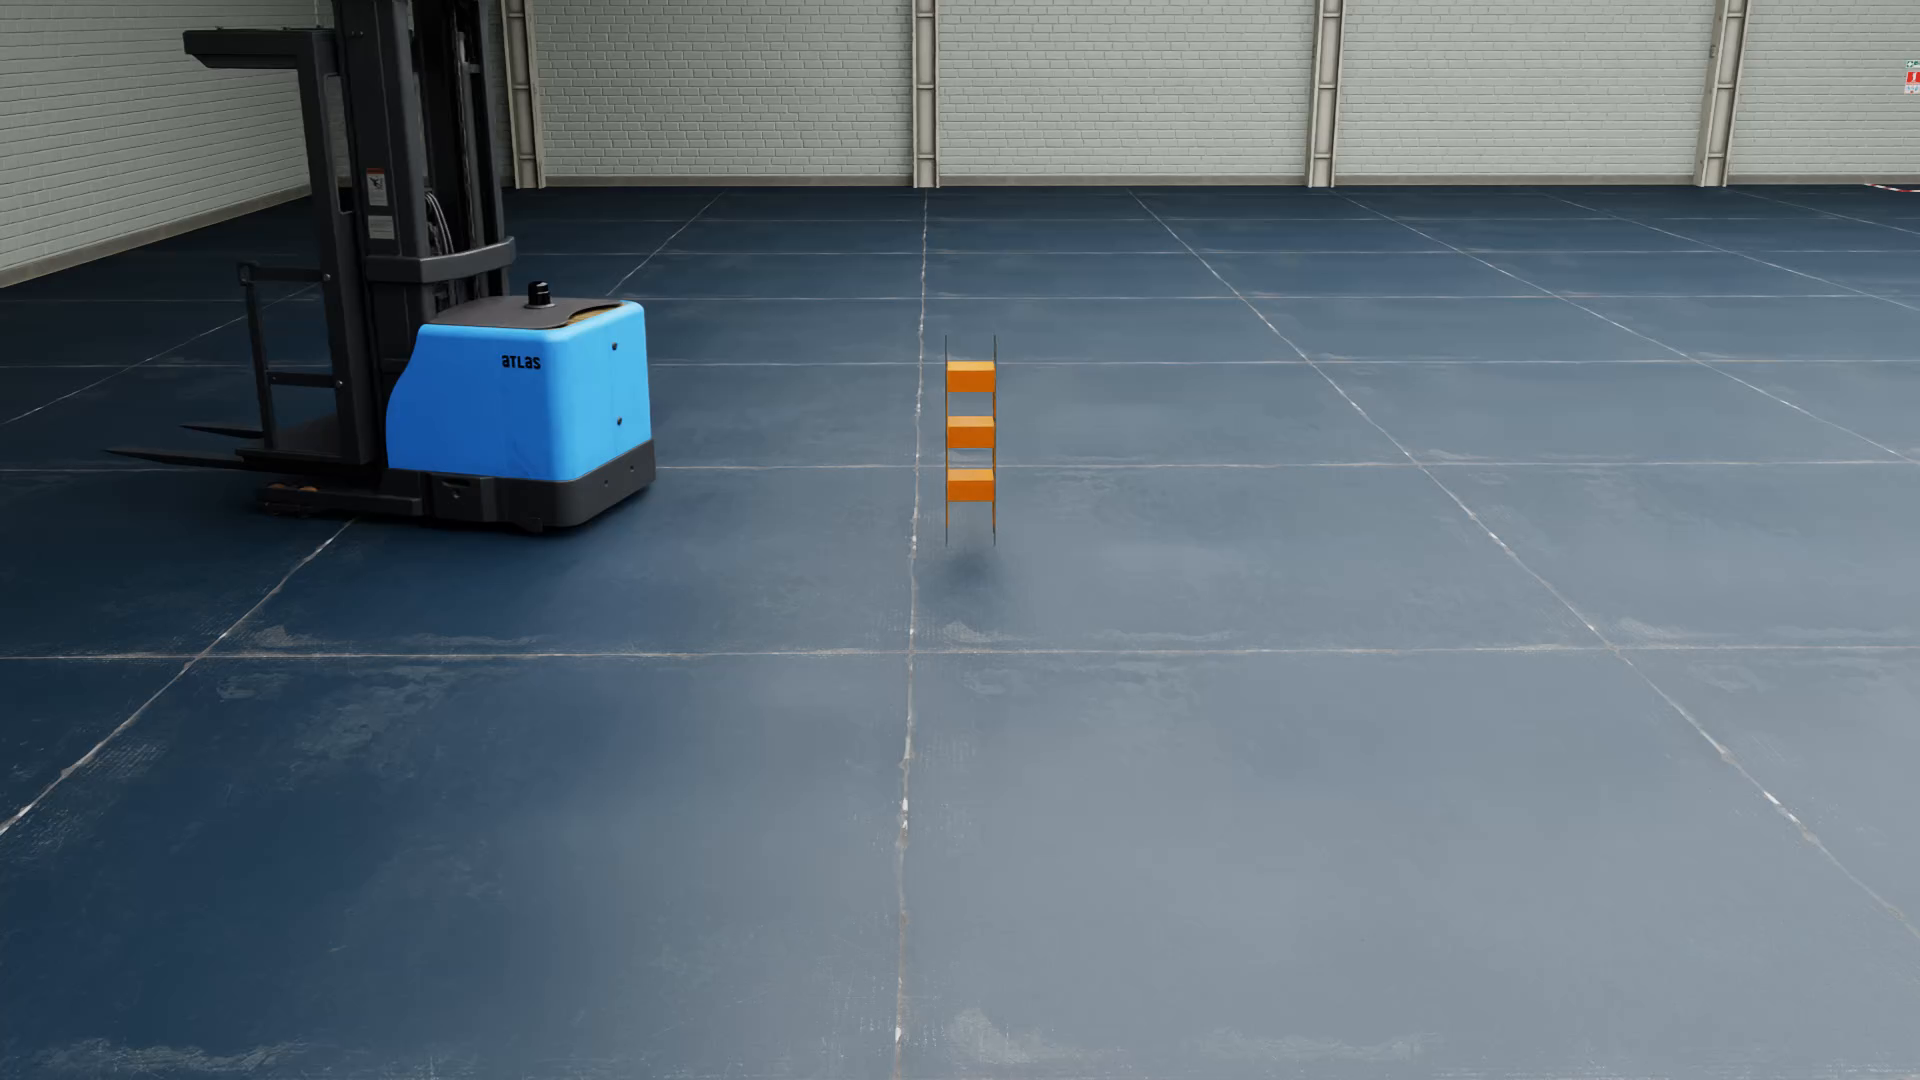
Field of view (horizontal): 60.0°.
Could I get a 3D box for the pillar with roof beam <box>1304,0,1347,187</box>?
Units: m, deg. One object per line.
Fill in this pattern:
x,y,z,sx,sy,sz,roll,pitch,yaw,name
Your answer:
5.556,-8.380,19.940,0.400,9.000,9.100,0,18,-1,pillar with roof beam

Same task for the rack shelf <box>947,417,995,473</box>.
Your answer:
0.054,-0.490,8.391,0.240,0.259,0.215,0,18,-1,rack shelf

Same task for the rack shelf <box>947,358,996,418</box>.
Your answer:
0.054,-0.760,8.305,0.240,0.259,0.215,0,18,-1,rack shelf

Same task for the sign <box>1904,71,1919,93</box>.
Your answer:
14.461,-6.942,25.219,0.234,0.329,0.001,0,18,-1,sign

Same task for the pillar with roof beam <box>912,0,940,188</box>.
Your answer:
-0.443,-8.351,19.849,0.400,9.000,9.100,0,18,-1,pillar with roof beam

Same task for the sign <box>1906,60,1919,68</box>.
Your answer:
14.466,-7.192,25.129,0.331,0.109,0.001,0,18,-1,sign

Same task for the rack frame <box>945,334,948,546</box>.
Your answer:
-0.068,-0.500,8.386,0.008,1.050,0.200,0,18,-1,rack frame

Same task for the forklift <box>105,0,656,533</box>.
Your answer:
-3.290,-1.664,8.937,3.031,2.935,1.130,5,18,15,forklift

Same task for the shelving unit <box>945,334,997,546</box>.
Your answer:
0.054,-0.500,8.388,0.252,1.050,0.215,0,18,-1,shelving unit

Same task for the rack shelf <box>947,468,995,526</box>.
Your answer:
0.054,-0.225,8.476,0.240,0.259,0.215,0,18,-1,rack shelf

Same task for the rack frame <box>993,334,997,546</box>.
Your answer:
0.175,-0.501,8.390,0.008,1.050,0.200,0,18,-1,rack frame

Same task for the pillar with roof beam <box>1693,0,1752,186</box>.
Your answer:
11.556,-8.409,20.030,0.400,9.000,9.100,0,18,-1,pillar with roof beam

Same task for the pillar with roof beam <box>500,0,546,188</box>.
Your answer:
-6.442,-8.322,19.759,0.400,9.000,9.100,0,18,-1,pillar with roof beam
